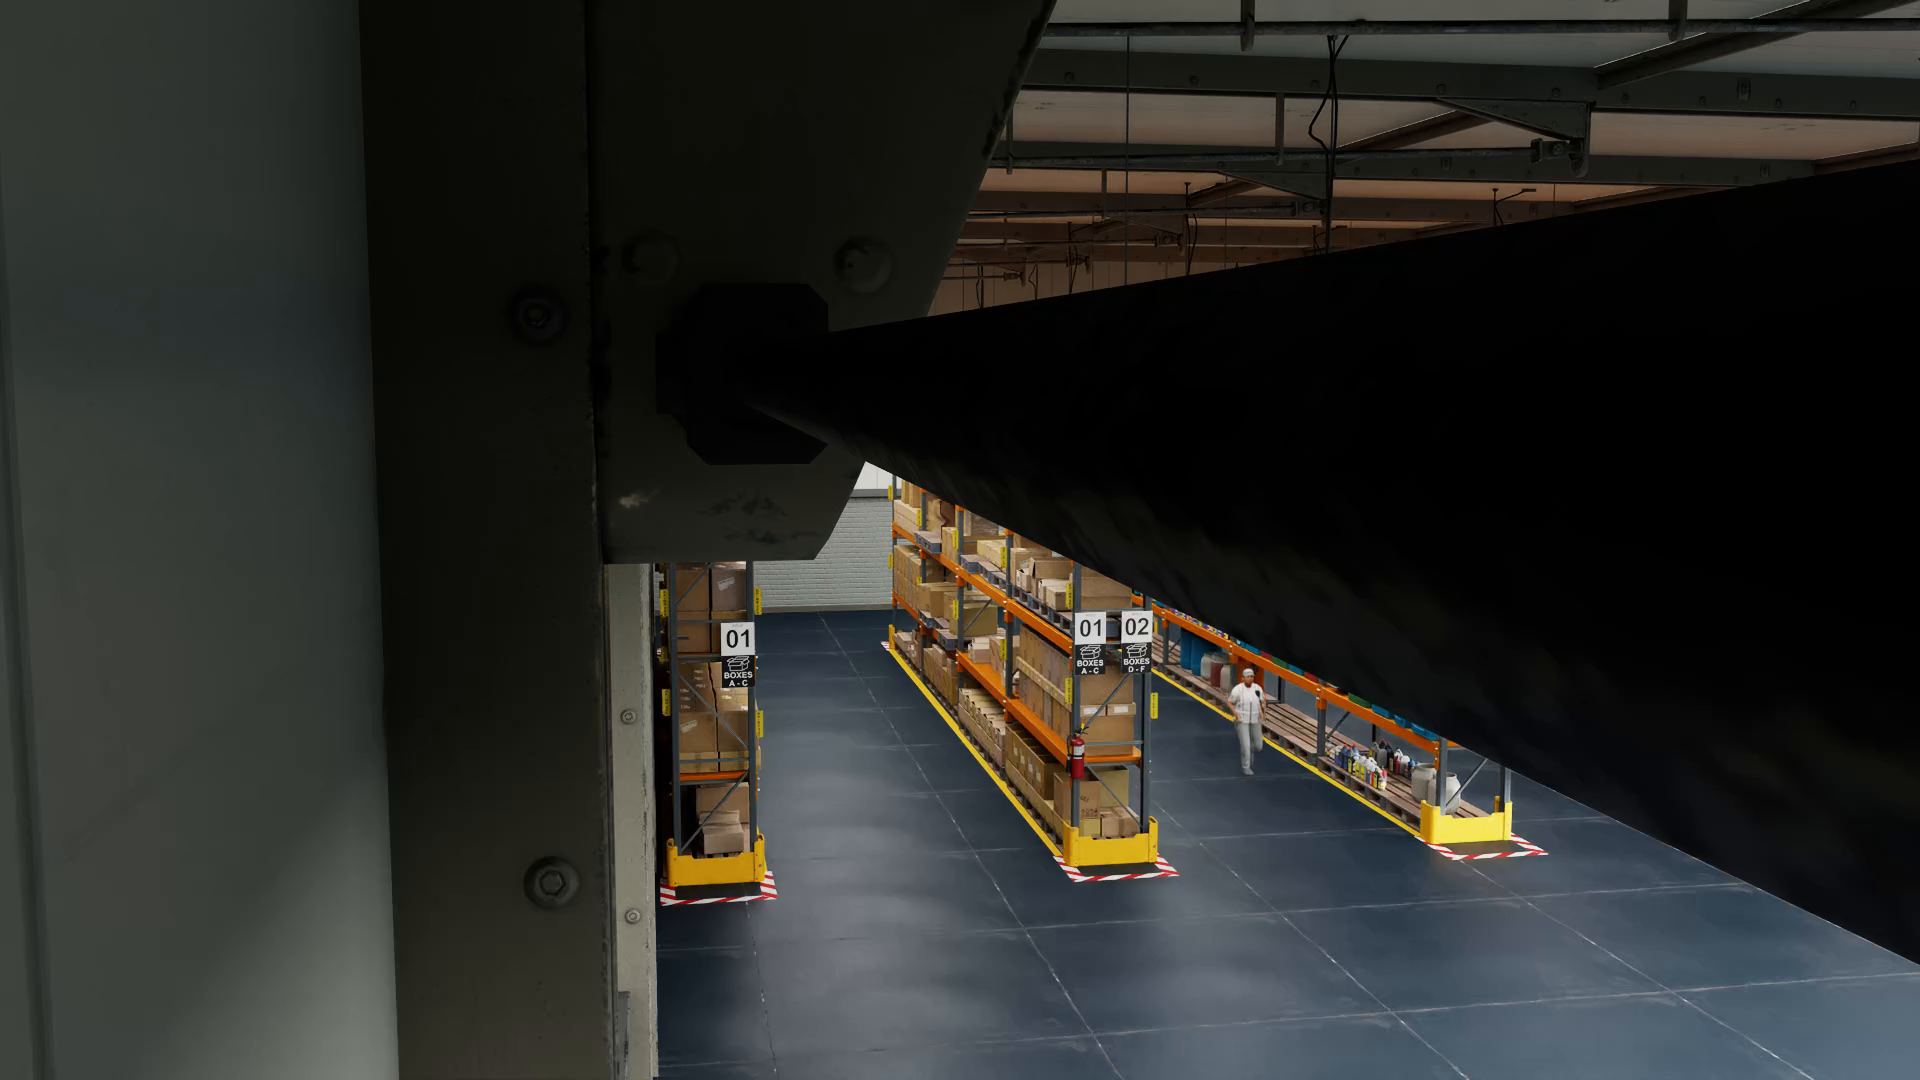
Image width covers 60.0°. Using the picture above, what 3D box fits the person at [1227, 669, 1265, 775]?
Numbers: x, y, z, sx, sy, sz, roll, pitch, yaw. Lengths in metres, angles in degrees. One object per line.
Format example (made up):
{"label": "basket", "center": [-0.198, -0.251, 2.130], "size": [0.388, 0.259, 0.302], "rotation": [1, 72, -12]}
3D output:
{"label": "person", "center": [4.402, 2.769, 25.532], "size": [0.594, 1.622, 0.556], "rotation": [-1, 6, -7]}
